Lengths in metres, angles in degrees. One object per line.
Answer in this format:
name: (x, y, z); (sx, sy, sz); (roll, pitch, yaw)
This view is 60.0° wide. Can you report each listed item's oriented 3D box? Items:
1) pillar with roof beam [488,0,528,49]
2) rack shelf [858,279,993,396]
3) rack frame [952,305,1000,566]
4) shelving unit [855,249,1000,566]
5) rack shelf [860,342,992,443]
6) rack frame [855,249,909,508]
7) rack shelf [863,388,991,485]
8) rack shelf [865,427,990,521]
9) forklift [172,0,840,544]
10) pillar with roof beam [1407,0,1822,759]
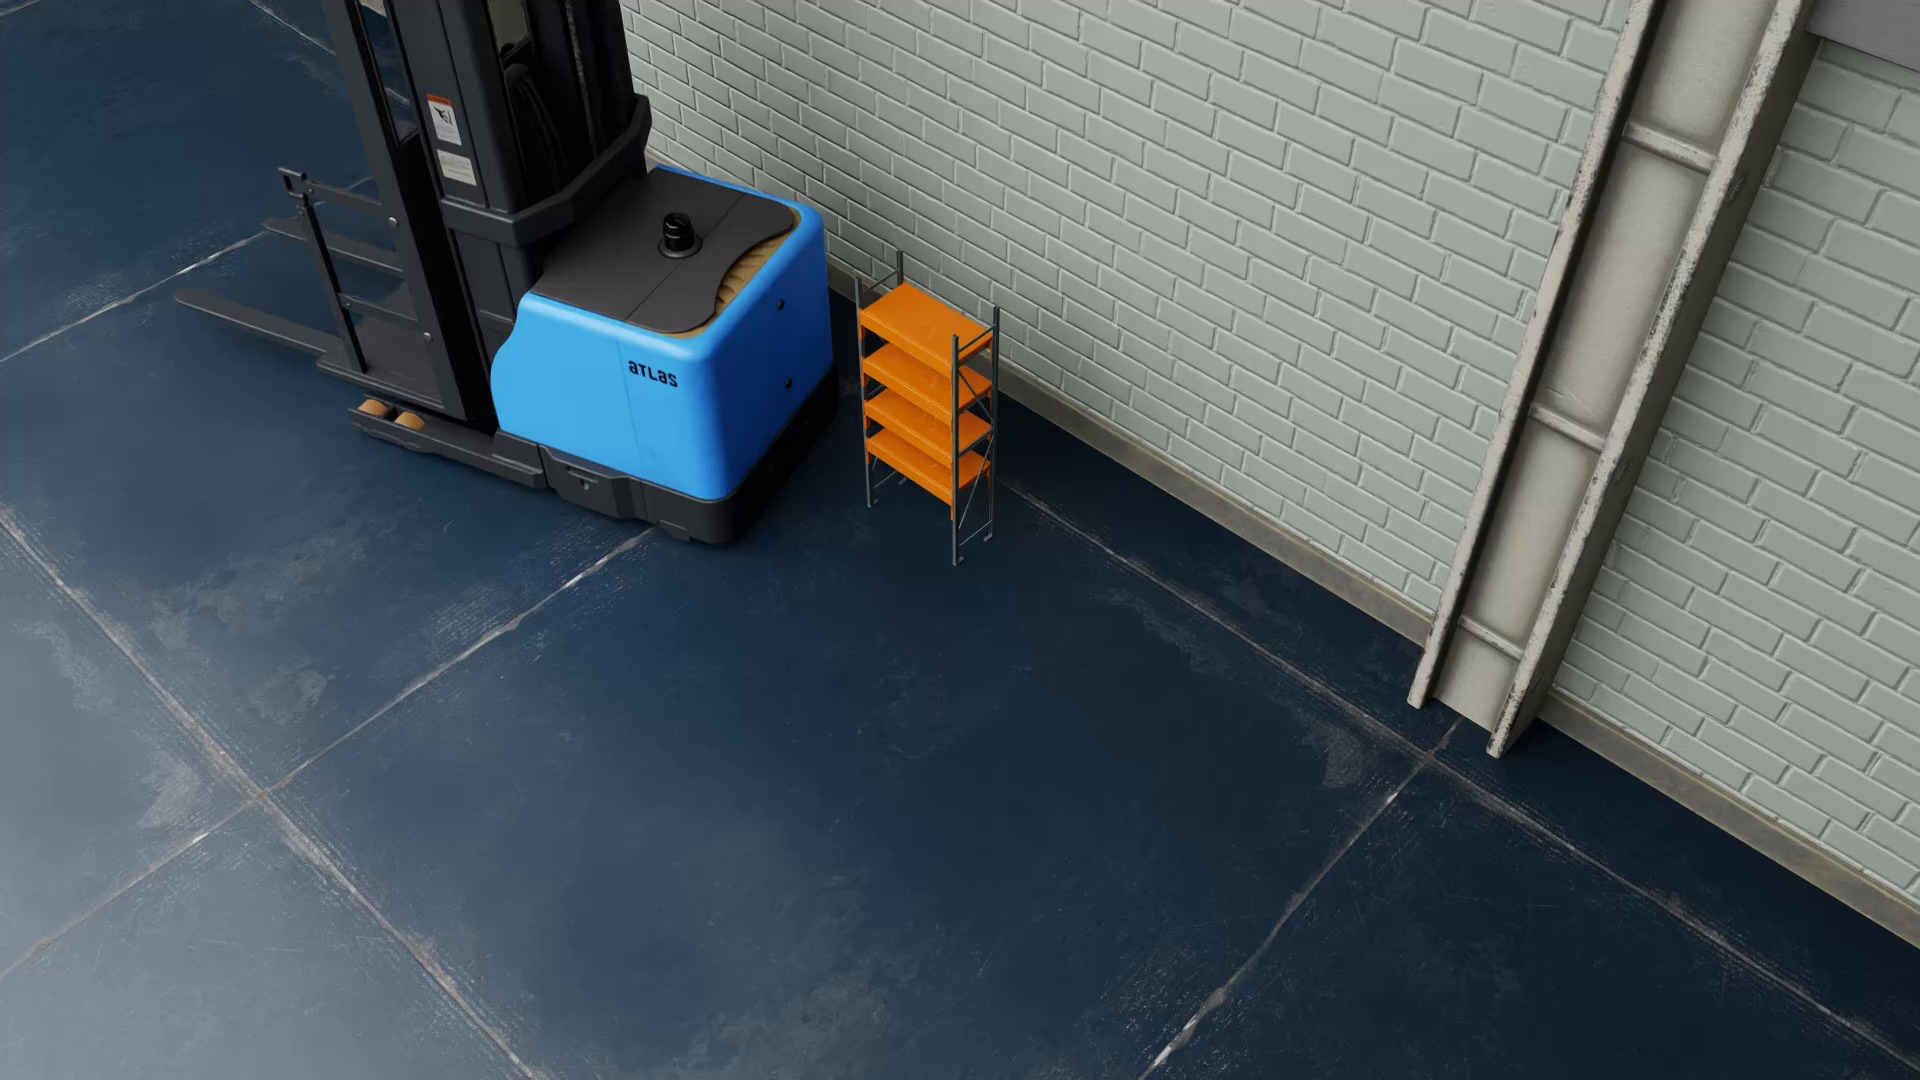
pillar with roof beam: (-5.392, -3.115, 3.611); (0.400, 9.000, 9.100); (34, 55, 28)
rack shelf: (-0.122, -0.762, 6.211); (0.480, 0.148, 0.258); (34, 55, 28)
rack frame: (0.058, -0.372, 6.385); (0.015, 1.200, 0.240); (34, 55, 28)
shelving unit: (-0.122, -0.493, 6.498); (0.503, 1.200, 0.258); (34, 55, 28)
rack shelf: (-0.122, -0.600, 6.384); (0.480, 0.148, 0.258); (34, 55, 28)
rack frame: (-0.301, -0.613, 6.611); (0.015, 1.200, 0.240); (34, 55, 28)
rack shelf: (-0.122, -0.446, 6.547); (0.480, 0.148, 0.258); (34, 55, 28)
rack shelf: (-0.122, -0.311, 6.692); (0.480, 0.148, 0.258); (34, 55, 28)
forklift: (-2.090, -1.723, 6.465); (3.031, 2.935, 1.130); (19, 50, 17)
pillar with roof beam: (-0.983, -0.148, 0.825); (0.400, 9.000, 9.100); (34, 55, 28)
